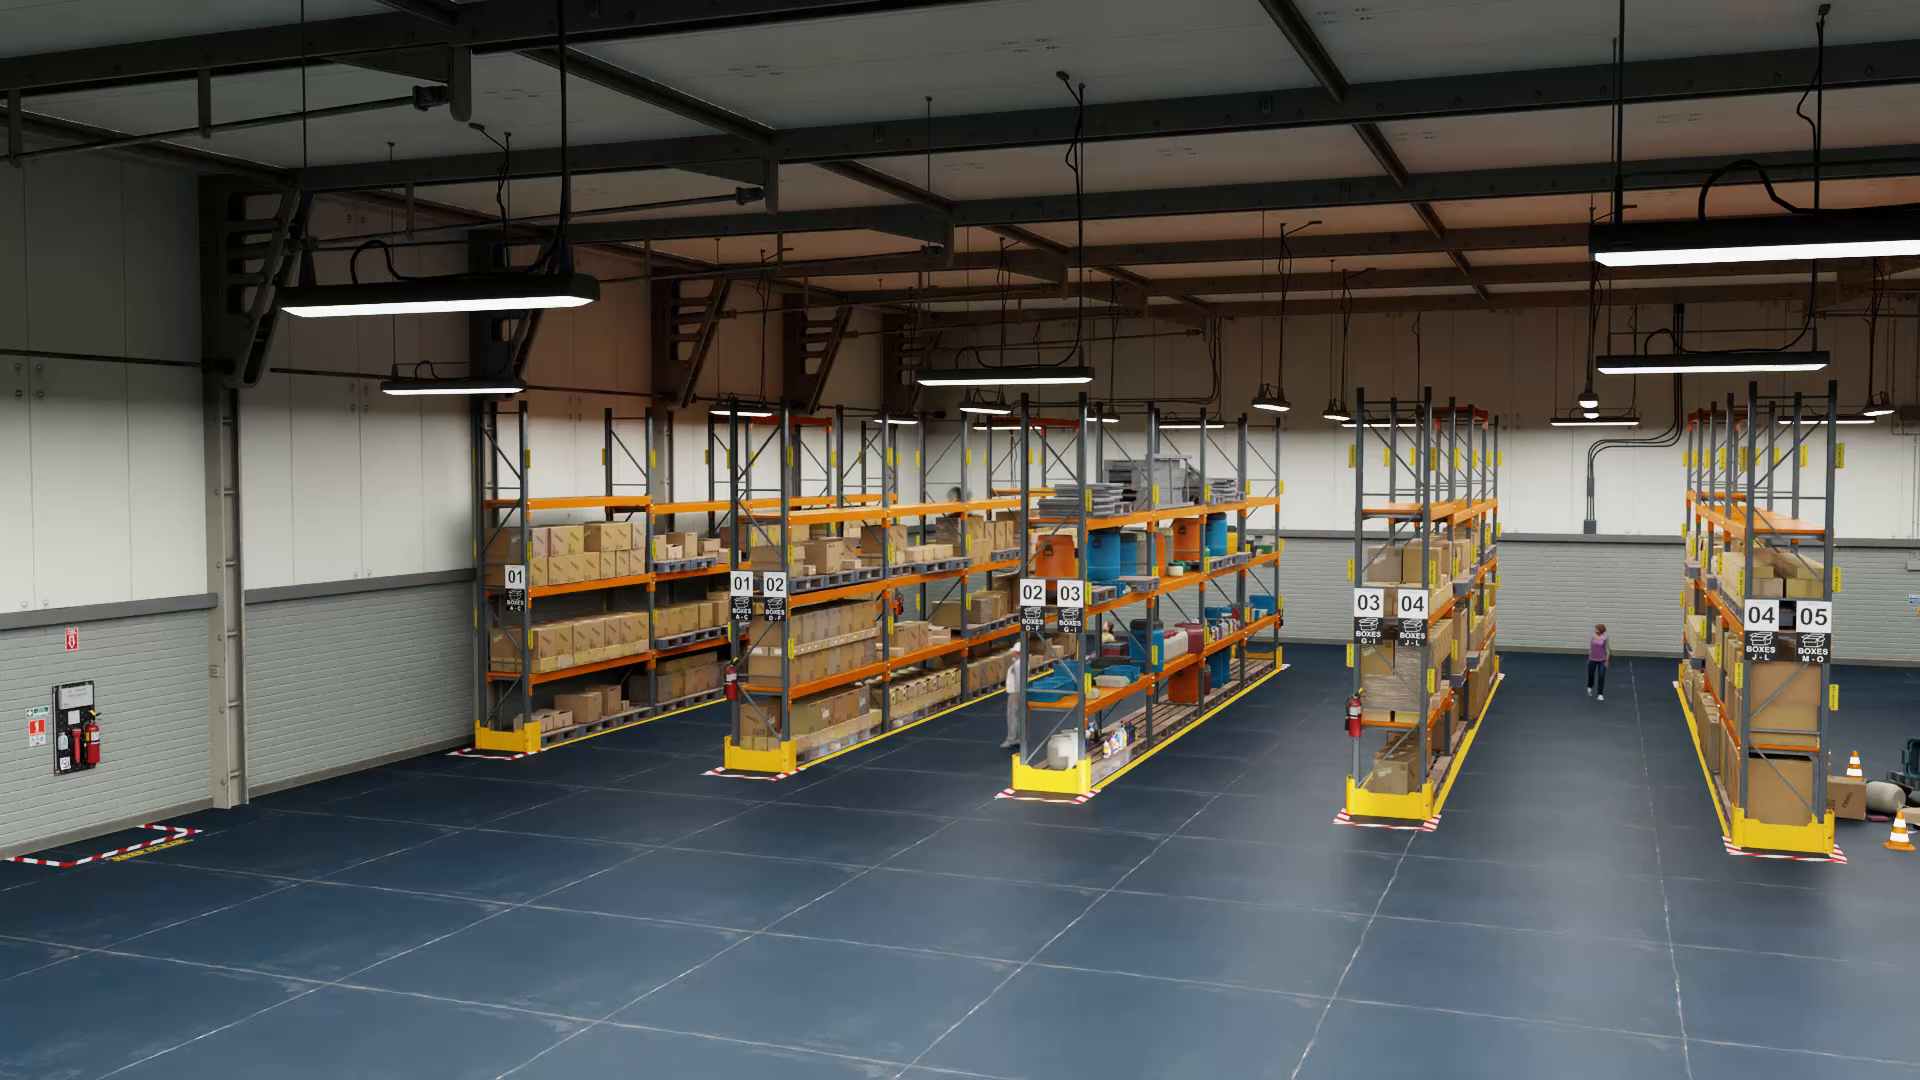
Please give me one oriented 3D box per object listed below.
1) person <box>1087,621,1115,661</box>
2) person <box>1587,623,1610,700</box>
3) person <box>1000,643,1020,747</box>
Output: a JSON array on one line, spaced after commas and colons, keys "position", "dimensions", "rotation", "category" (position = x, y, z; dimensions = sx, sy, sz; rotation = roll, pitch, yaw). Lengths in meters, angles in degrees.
[{"position": [2.961, 2.500, 34.759], "dimensions": [0.582, 1.608, 0.974], "rotation": [1, 3, 24], "category": "person"}, {"position": [13.274, 2.517, 34.567], "dimensions": [0.420, 1.588, 0.498], "rotation": [1, 3, 16], "category": "person"}, {"position": [0.964, 2.704, 29.119], "dimensions": [0.412, 1.803, 0.652], "rotation": [1, 3, 17], "category": "person"}]
